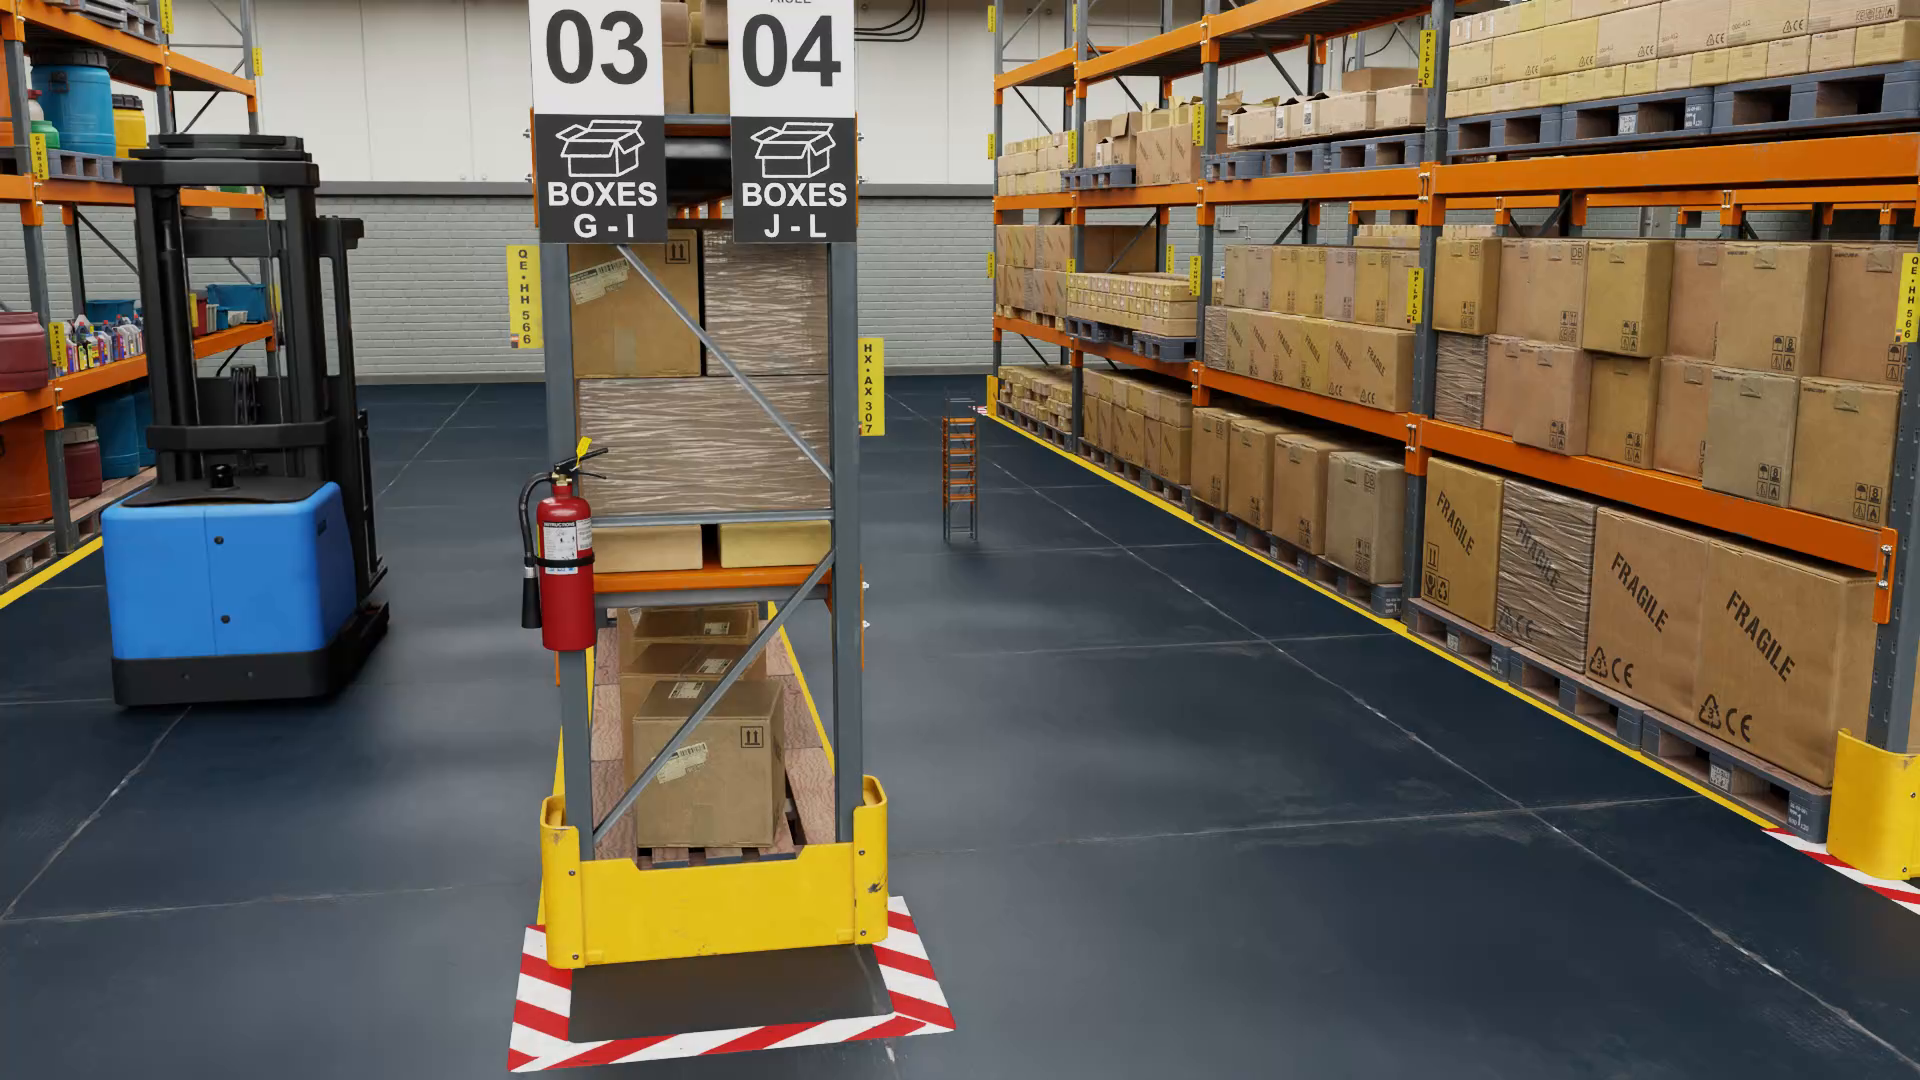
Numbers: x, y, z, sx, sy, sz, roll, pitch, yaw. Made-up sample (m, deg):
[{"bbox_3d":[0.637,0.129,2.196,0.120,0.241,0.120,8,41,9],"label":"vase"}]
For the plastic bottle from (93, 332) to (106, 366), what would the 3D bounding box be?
[{"bbox_3d":[-7.197,-1.600,13.890,0.061,0.283,0.133,-2,11,-11],"label":"plastic bottle"}]

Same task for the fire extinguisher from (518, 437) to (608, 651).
[{"bbox_3d":[-1.265,0.011,5.325,0.296,0.674,0.183,-2,11,-11],"label":"fire extinguisher"}]

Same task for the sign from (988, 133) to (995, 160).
[{"bbox_3d":[0.405,-5.045,21.318,0.100,0.325,0.005,-2,11,-11],"label":"sign"}]

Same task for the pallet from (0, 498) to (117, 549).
[{"bbox_3d":[-7.444,-0.125,13.291,1.003,0.211,1.213,-2,11,-11],"label":"pallet"}]

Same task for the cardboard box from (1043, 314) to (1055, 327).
[{"bbox_3d":[1.172,-2.540,19.189,0.380,0.149,0.250,-3,11,-13],"label":"cardboard box"}]

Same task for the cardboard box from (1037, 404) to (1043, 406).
[{"bbox_3d":[1.119,-1.533,19.731,0.380,0.149,0.250,-2,11,-10],"label":"cardboard box"}]

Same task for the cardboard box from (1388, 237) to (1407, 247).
[{"bbox_3d":[5.803,-3.613,21.216,0.500,0.500,0.500,-2,11,-11],"label":"cardboard box"}]

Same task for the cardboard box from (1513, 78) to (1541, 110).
[{"bbox_3d":[3.157,-2.348,8.768,0.380,0.149,0.250,-2,11,-12],"label":"cardboard box"}]

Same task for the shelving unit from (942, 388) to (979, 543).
[{"bbox_3d":[0.003,-0.587,13.070,0.258,1.200,0.189,-2,11,-11],"label":"shelving unit"}]

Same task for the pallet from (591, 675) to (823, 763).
[{"bbox_3d":[-1.207,0.917,7.813,1.003,0.211,1.213,-2,11,-11],"label":"pallet"}]

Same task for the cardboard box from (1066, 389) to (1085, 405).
[{"bbox_3d":[1.391,-1.582,18.394,0.380,0.149,0.250,-2,11,-9],"label":"cardboard box"}]

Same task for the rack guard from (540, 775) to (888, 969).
[{"bbox_3d":[-0.850,1.149,5.823,1.175,0.500,0.348,-2,11,-11],"label":"rack guard"}]

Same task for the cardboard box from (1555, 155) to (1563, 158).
[{"bbox_3d":[6.454,-3.947,17.388,0.380,0.166,0.250,-3,11,-15],"label":"cardboard box"}]

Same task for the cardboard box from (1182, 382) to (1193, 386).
[{"bbox_3d":[2.415,-1.360,15.878,0.500,0.250,0.500,-2,11,-11],"label":"cardboard box"}]

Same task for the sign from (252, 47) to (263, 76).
[{"bbox_3d":[-8.269,-5.631,19.577,0.100,0.325,0.005,-2,11,-11],"label":"sign"}]

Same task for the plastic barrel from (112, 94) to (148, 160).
[{"bbox_3d":[-7.651,-3.698,14.955,0.600,0.588,0.600,0,11,0],"label":"plastic barrel"}]

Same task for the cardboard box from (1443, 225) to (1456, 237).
[{"bbox_3d":[6.045,-3.719,20.037,0.380,0.149,0.250,-2,11,-11],"label":"cardboard box"}]

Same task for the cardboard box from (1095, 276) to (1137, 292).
[{"bbox_3d":[1.545,-2.523,16.388,0.380,0.149,0.250,-2,11,-11],"label":"cardboard box"}]

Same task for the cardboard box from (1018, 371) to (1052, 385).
[{"bbox_3d":[0.931,-2.011,20.653,0.380,0.149,0.250,-3,11,-14],"label":"cardboard box"}]

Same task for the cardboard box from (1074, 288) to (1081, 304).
[{"bbox_3d":[1.393,-2.520,17.169,0.380,0.149,0.250,-2,11,-12],"label":"cardboard box"}]

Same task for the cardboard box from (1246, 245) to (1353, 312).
[{"bbox_3d":[2.671,-2.059,13.051,0.700,0.500,0.500,-2,11,-12],"label":"cardboard box"}]

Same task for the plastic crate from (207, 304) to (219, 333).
[{"bbox_3d":[-8.144,-2.344,17.645,0.437,0.282,0.530,-2,11,-11],"label":"plastic crate"}]

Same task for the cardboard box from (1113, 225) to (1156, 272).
[{"bbox_3d":[1.867,-3.206,18.280,0.500,0.500,0.500,-2,11,-10],"label":"cardboard box"}]

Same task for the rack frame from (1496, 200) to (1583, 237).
[{"bbox_3d":[6.551,-2.626,18.973,1.000,3.000,0.127,-2,11,-11],"label":"rack frame"}]

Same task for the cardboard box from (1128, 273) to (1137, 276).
[{"bbox_3d":[1.985,-2.736,17.508,0.380,0.149,0.250,-2,11,-8],"label":"cardboard box"}]

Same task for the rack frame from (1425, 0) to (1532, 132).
[{"bbox_3d":[3.272,-3.908,9.660,1.000,3.000,0.127,-2,11,-11],"label":"rack frame"}]

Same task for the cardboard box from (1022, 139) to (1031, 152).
[{"bbox_3d":[0.949,-4.695,19.818,0.380,0.149,0.250,-2,11,-9],"label":"cardboard box"}]

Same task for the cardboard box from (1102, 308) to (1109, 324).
[{"bbox_3d":[1.600,-2.182,16.189,0.380,0.149,0.250,-2,11,-12],"label":"cardboard box"}]

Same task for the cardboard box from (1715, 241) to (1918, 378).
[{"bbox_3d":[3.818,-0.998,7.128,0.875,0.550,0.550,-2,11,-11],"label":"cardboard box"}]

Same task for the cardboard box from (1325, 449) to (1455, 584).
[{"bbox_3d":[3.063,-0.172,10.973,1.050,0.750,0.750,-2,11,-11],"label":"cardboard box"}]

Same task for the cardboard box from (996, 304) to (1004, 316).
[{"bbox_3d":[0.679,-2.967,21.432,0.380,0.149,0.250,-2,11,-11],"label":"cardboard box"}]

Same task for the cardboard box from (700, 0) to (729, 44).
[{"bbox_3d":[-0.662,-1.720,5.522,0.380,0.149,0.250,-2,11,-11],"label":"cardboard box"}]

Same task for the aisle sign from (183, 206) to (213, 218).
[{"bbox_3d":[-9.111,-4.099,19.757,0.394,0.787,0.004,-2,11,-11],"label":"aisle sign"}]

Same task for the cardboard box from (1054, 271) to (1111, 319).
[{"bbox_3d":[1.344,-2.701,18.304,0.500,0.500,0.500,-2,11,-11],"label":"cardboard box"}]

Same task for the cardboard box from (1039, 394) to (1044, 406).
[{"bbox_3d":[1.155,-1.669,19.649,0.380,0.149,0.250,-3,11,-14],"label":"cardboard box"}]

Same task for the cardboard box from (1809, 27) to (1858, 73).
[{"bbox_3d":[3.604,-1.927,6.559,0.380,0.149,0.250,-2,11,-11],"label":"cardboard box"}]

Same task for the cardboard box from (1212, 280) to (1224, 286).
[{"bbox_3d":[2.445,-2.304,15.237,0.380,0.149,0.250,-3,11,-13],"label":"cardboard box"}]

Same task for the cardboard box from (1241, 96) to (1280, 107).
[{"bbox_3d":[2.585,-3.772,14.653,0.396,0.266,0.258,-2,11,-11],"label":"cardboard box"}]

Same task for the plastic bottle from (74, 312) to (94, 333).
[{"bbox_3d":[-8.269,-1.978,15.697,0.144,0.351,0.185,-2,11,-11],"label":"plastic bottle"}]

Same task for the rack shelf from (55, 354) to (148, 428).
[{"bbox_3d":[-7.639,-1.366,14.273,1.077,0.370,4.000,-2,11,-11],"label":"rack shelf"}]

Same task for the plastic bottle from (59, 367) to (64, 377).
[{"bbox_3d":[-7.013,-1.402,12.886,0.097,0.271,0.097,0,11,0],"label":"plastic bottle"}]

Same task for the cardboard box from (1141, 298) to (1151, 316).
[{"bbox_3d":[1.844,-2.094,14.930,0.380,0.149,0.250,-2,11,-10],"label":"cardboard box"}]

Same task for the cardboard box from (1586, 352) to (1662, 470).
[{"bbox_3d":[3.675,-0.670,8.293,0.875,0.550,0.500,-2,11,-11],"label":"cardboard box"}]

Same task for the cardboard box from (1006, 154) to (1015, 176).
[{"bbox_3d":[0.871,-4.621,20.495,0.500,0.250,0.500,-2,11,-12],"label":"cardboard box"}]

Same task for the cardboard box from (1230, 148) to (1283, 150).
[{"bbox_3d":[2.402,-3.233,13.417,0.380,0.149,0.250,-3,11,-13],"label":"cardboard box"}]

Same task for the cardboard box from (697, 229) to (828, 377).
[{"bbox_3d":[-0.675,-0.862,5.967,0.500,0.500,0.500,-2,11,-11],"label":"cardboard box"}]

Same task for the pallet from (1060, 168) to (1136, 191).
[{"bbox_3d":[1.731,-3.692,17.051,1.213,0.211,1.003,-2,11,-11],"label":"pallet"}]

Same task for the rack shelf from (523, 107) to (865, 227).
[{"bbox_3d":[-1.224,-1.552,7.230,1.077,0.370,4.000,-2,11,-11],"label":"rack shelf"}]

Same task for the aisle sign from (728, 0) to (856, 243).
[{"bbox_3d":[-0.529,-1.342,5.270,0.394,0.787,0.004,-2,11,-11],"label":"aisle sign"}]

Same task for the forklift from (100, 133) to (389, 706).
[{"bbox_3d":[-4.046,-0.823,9.684,1.130,2.935,3.031,-2,11,-10],"label":"forklift"}]

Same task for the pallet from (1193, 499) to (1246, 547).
[{"bbox_3d":[2.573,-0.177,13.562,1.003,0.211,1.213,-2,11,-11],"label":"pallet"}]

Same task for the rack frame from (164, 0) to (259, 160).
[{"bbox_3d":[-8.806,-5.767,19.426,1.000,3.000,0.127,-2,11,-11],"label":"rack frame"}]

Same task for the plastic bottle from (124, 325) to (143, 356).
[{"bbox_3d":[-7.465,-1.805,14.988,0.152,0.276,0.135,-2,11,-11],"label":"plastic bottle"}]

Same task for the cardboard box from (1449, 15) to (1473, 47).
[{"bbox_3d":[3.009,-2.879,9.425,0.380,0.149,0.250,-2,11,-10],"label":"cardboard box"}]

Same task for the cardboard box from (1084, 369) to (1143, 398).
[{"bbox_3d":[1.600,-1.629,17.291,0.500,0.250,0.500,-3,11,-14],"label":"cardboard box"}]

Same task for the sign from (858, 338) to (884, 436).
[{"bbox_3d":[-0.303,-0.510,5.539,0.100,0.325,0.005,-2,11,-11],"label":"sign"}]

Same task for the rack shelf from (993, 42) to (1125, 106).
[{"bbox_3d":[1.327,-5.387,19.363,1.077,0.370,4.000,-2,11,-11],"label":"rack shelf"}]
